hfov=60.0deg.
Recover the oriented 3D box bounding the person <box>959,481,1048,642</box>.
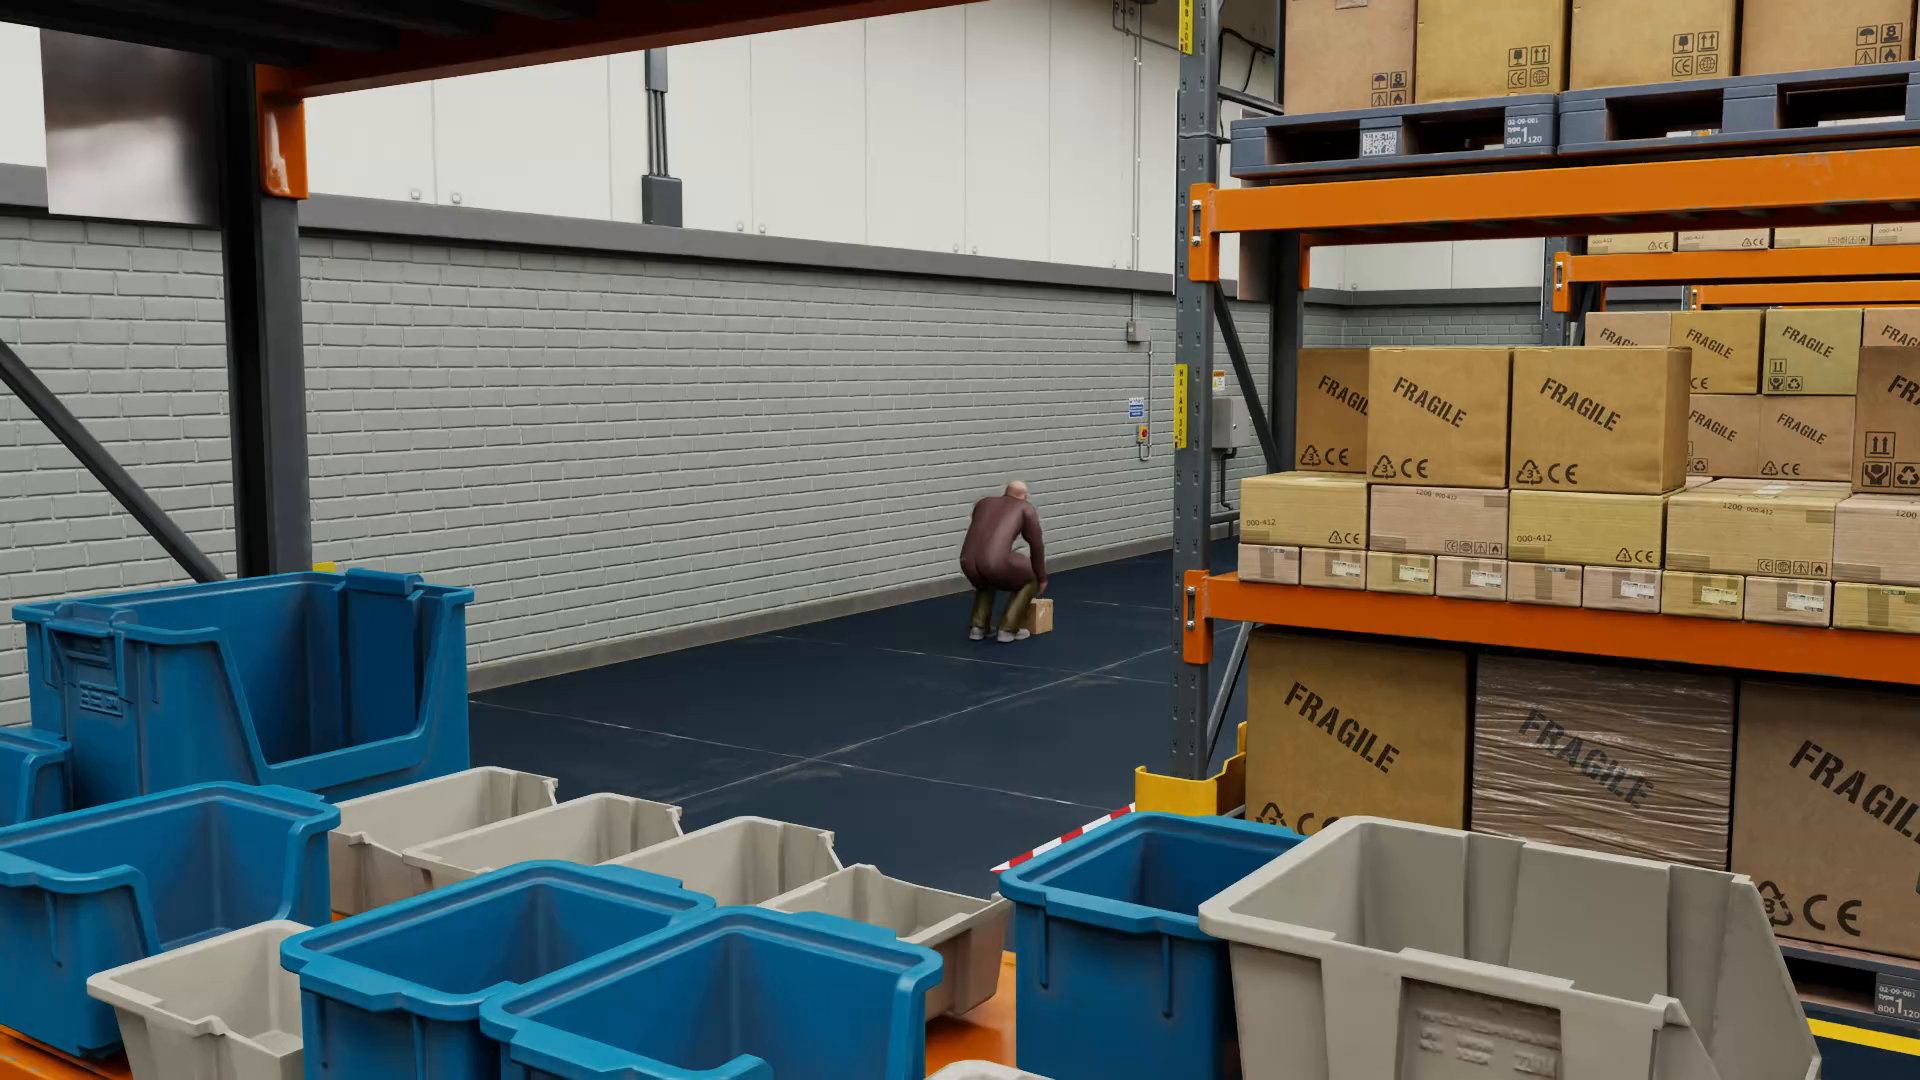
[{"bbox_3d":[0.300,0.162,12.905,0.625,1.211,0.814,4,7,33],"label":"person"}]
